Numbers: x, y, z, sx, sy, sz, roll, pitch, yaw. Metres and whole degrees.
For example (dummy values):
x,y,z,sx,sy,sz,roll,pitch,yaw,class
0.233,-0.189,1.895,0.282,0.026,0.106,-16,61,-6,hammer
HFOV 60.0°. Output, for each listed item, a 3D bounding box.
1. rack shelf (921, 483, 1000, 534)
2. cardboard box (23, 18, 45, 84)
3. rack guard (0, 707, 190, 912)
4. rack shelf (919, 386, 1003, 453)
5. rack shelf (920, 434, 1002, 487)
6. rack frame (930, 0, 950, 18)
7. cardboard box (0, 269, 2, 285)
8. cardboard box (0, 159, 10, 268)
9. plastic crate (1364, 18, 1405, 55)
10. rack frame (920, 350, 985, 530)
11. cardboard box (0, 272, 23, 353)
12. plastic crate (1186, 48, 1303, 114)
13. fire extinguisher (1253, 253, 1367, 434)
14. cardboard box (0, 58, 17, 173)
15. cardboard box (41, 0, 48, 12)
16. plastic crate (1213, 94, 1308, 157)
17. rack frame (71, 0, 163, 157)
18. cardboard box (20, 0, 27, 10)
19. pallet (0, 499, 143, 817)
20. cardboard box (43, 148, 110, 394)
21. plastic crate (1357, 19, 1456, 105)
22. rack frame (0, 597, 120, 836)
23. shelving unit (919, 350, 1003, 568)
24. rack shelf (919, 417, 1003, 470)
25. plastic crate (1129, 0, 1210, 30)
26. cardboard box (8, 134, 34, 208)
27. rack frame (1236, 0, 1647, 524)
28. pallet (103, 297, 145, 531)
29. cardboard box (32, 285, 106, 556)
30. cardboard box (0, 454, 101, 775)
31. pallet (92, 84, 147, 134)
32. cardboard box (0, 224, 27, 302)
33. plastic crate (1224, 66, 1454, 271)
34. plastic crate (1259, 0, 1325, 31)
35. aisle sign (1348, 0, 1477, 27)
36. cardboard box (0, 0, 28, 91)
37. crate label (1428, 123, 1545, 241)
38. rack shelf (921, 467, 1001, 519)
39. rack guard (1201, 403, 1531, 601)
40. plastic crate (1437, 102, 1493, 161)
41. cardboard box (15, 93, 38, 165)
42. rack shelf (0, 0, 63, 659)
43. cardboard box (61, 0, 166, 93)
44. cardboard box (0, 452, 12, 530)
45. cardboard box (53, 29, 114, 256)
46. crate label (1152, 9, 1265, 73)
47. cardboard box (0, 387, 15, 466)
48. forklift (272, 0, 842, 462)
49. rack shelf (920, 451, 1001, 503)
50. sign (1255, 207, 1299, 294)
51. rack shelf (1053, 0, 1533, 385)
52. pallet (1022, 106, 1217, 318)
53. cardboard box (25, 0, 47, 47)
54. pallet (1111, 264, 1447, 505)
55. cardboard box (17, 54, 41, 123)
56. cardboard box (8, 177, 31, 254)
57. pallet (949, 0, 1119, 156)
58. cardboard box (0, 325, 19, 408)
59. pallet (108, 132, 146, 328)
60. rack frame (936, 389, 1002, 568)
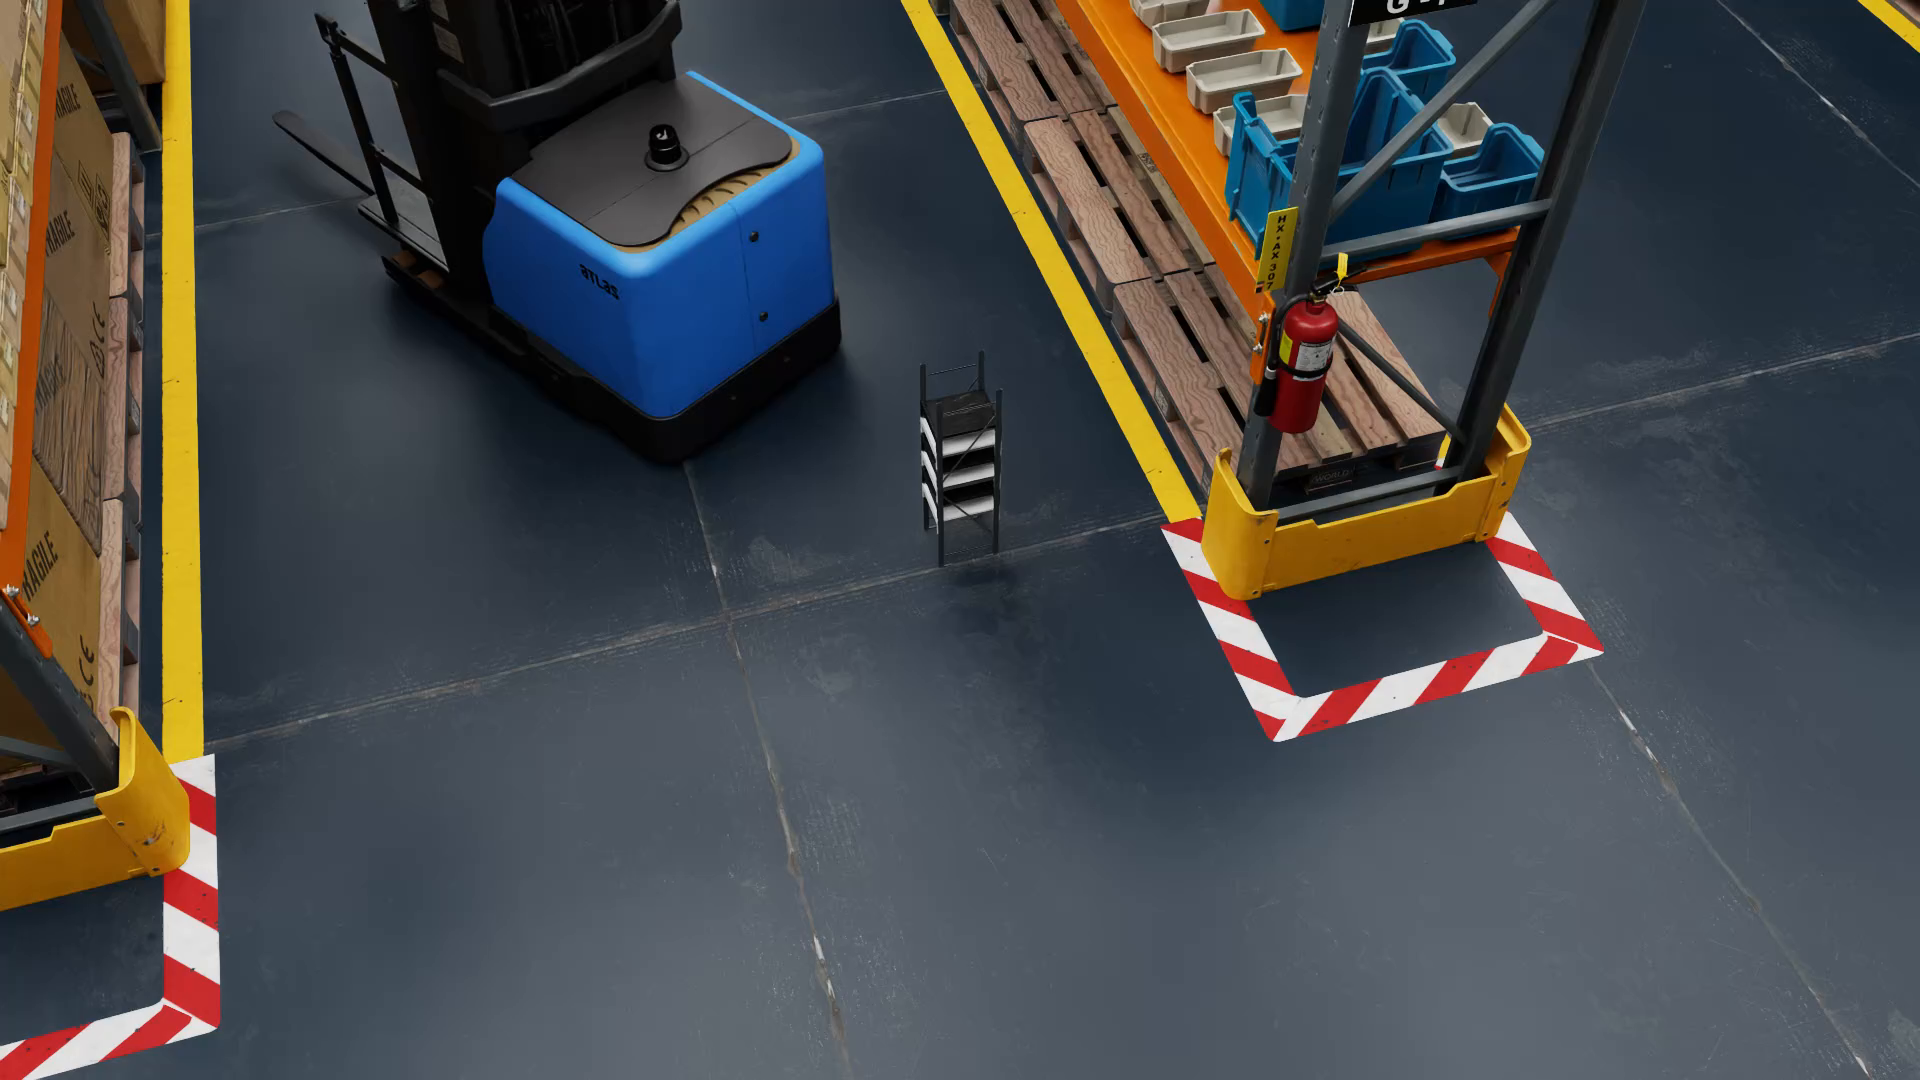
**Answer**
x,y,z,sx,sy,sz,roll,pitch,yaw,class
0.002,-0.147,6.354,0.258,0.077,0.200,-13,51,-11,rack shelf
-3.689,-1.814,6.271,0.380,0.149,0.250,-12,51,-10,cardboard box
-3.207,0.949,5.412,1.175,0.500,0.348,-13,51,-11,rack guard
0.002,-0.437,6.010,0.258,0.077,0.200,-13,51,-11,rack shelf
0.002,-0.321,6.147,0.258,0.077,0.200,-13,51,-11,rack shelf
0.334,-3.915,7.878,1.000,3.000,0.127,-13,51,-11,rack frame
-3.258,-0.711,5.081,0.500,0.250,0.500,-14,51,-11,cardboard box
-3.403,-1.079,5.391,0.500,0.250,0.500,-15,51,-12,cardboard box
1.542,-1.931,6.339,0.250,0.136,0.298,-13,51,-11,plastic crate
-0.028,-0.358,6.253,0.240,0.900,0.006,-13,51,-11,rack frame
-3.235,-0.691,5.325,0.380,0.149,0.250,-14,51,-12,cardboard box
1.031,-1.698,6.142,0.396,0.136,0.243,-13,51,-11,plastic crate
1.128,-0.636,5.408,0.296,0.674,0.183,-13,51,-11,fire extinguisher
-3.563,-1.459,5.711,0.500,0.250,0.500,-14,51,-12,cardboard box
-3.842,-2.190,6.588,0.380,0.149,0.250,-14,51,-12,cardboard box
1.103,-1.483,5.961,0.396,0.136,0.243,-13,51,-11,plastic crate
-4.397,-2.795,6.934,1.000,3.000,0.127,-13,51,-11,rack frame
-3.860,-2.202,6.338,0.500,0.250,0.500,-12,51,-10,cardboard box
-3.525,0.459,6.015,1.003,0.211,1.213,-13,51,-11,pallet
-4.012,-1.088,6.610,0.875,0.875,0.875,-13,51,-11,cardboard box
1.564,-1.695,6.077,0.416,0.233,0.300,-13,51,-11,plastic crate
-3.214,0.126,4.471,1.000,3.000,0.127,-13,51,-11,rack frame
0.002,-0.284,6.191,0.258,0.900,0.210,-13,51,-11,shelving unit
0.002,-0.379,6.078,0.258,0.077,0.200,-13,51,-11,rack shelf
0.820,-2.108,6.488,0.298,0.136,0.250,-13,51,-11,plastic crate
-3.460,-1.250,5.796,0.380,0.149,0.250,-14,51,-12,cardboard box
1.517,-0.994,5.415,1.000,3.000,0.127,-13,51,-11,rack frame
-3.883,-0.431,6.765,1.003,0.211,1.213,-13,51,-11,pallet
-3.749,-0.438,6.062,0.875,0.875,0.875,-13,51,-11,cardboard box
-3.480,0.226,5.502,0.875,0.875,0.875,-13,51,-11,cardboard box
-4.697,-2.443,8.461,1.003,0.211,1.213,-13,51,-11,pallet
-3.310,-0.877,5.481,0.380,0.149,0.250,-14,51,-12,cardboard box
1.240,-1.227,5.550,0.616,0.435,0.499,-13,51,-11,plastic crate
1.369,-2.175,6.482,0.416,0.233,0.300,-13,51,-11,plastic crate
1.259,-1.713,4.321,0.394,0.787,0.004,-13,51,-11,aisle sign
-3.709,-1.830,6.024,0.500,0.250,0.500,-12,51,-10,cardboard box
1.759,-1.214,5.671,0.416,0.233,0.303,-13,51,-11,crate label
0.002,-0.205,6.285,0.258,0.077,0.200,-13,51,-11,rack shelf
1.537,-0.173,6.359,1.175,0.500,0.348,-13,51,-11,rack guard
1.743,-1.436,5.921,0.250,0.136,0.298,-13,51,-11,plastic crate
-3.539,-1.441,5.957,0.380,0.149,0.250,-13,51,-10,cardboard box
-3.806,-1.103,5.978,1.077,0.370,4.000,-13,51,-11,rack shelf
-4.605,-2.709,7.976,1.225,0.875,0.875,-13,51,-11,cardboard box
-3.004,-0.127,4.849,0.380,0.149,0.250,-13,51,-11,cardboard box
-4.278,-1.746,7.164,0.875,0.875,0.875,-13,51,-11,cardboard box
0.926,-1.896,6.309,0.396,0.136,0.243,-13,51,-11,crate label
-3.081,-0.314,5.007,0.380,0.149,0.250,-14,51,-12,cardboard box
-1.945,-2.252,6.521,3.031,2.935,1.130,34,58,25,forklift
0.002,-0.263,6.216,0.258,0.077,0.200,-13,51,-11,rack shelf
0.997,-0.910,5.238,0.100,0.325,0.005,-13,51,-11,sign
0.926,-2.223,6.922,1.077,0.370,4.000,-13,51,-11,rack shelf
0.953,-1.595,7.747,1.003,0.211,1.213,-13,51,-11,pallet
-3.766,-2.002,6.430,0.380,0.149,0.250,-12,51,-10,cardboard box
1.310,-0.706,6.997,1.003,0.211,1.213,-13,51,-11,pallet
-3.614,-1.627,6.114,0.380,0.149,0.250,-14,51,-12,cardboard box
-3.386,-1.065,5.640,0.380,0.149,0.250,-14,51,-11,cardboard box
0.589,-2.488,8.499,1.003,0.211,1.213,-13,51,-11,pallet
-3.157,-0.501,5.164,0.380,0.149,0.250,-14,51,-12,cardboard box
-4.247,-1.323,7.517,1.003,0.211,1.213,-13,51,-11,pallet
0.032,-0.210,6.128,0.240,0.900,0.006,-13,51,-11,rack frame
